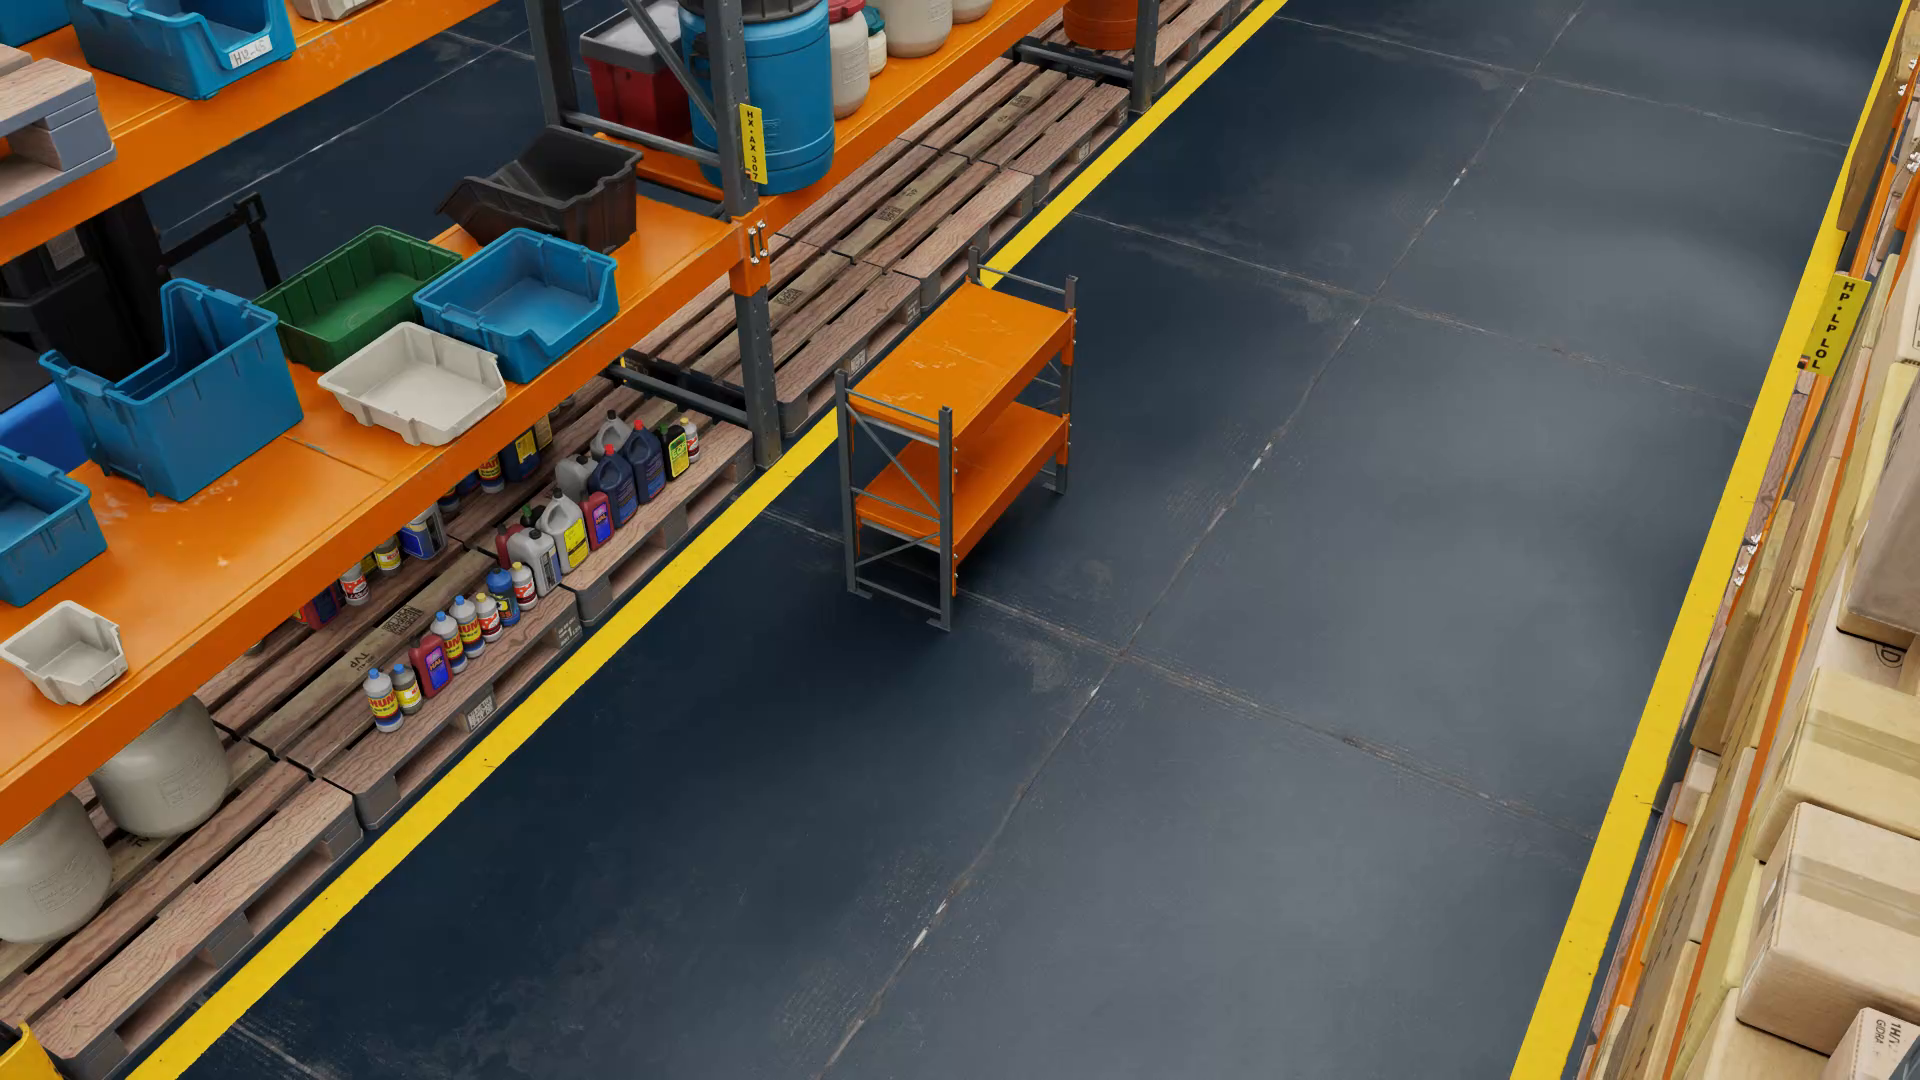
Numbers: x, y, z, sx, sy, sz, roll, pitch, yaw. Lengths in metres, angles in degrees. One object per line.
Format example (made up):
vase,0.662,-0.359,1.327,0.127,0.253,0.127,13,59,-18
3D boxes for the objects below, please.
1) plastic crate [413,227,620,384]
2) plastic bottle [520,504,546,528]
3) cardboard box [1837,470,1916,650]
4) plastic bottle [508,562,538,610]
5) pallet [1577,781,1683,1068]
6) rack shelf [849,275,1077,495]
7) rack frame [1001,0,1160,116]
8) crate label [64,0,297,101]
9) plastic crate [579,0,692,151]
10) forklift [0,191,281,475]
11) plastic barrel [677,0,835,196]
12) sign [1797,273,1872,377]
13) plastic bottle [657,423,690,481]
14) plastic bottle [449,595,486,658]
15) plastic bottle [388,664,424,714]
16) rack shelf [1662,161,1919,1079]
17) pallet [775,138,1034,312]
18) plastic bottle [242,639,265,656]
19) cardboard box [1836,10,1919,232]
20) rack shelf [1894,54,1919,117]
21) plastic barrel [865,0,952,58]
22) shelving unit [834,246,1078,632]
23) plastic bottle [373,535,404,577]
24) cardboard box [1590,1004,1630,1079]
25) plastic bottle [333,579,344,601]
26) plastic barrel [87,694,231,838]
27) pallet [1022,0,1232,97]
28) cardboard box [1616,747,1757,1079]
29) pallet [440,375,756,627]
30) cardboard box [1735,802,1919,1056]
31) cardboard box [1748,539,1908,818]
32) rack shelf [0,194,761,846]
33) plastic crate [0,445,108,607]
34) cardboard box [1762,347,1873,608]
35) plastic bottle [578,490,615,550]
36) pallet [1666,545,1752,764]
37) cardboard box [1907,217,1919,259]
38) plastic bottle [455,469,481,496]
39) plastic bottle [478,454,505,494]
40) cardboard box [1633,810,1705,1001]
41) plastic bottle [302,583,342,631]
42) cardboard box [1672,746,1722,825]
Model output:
plastic crate,-1.601,-0.861,6.070,0.499,0.251,0.616,21,45,22
plastic bottle,-1.714,-0.046,6.755,0.061,0.283,0.133,21,45,22
cardboard box,1.530,0.064,2.450,0.380,0.149,0.250,19,45,20
plastic bottle,-1.733,0.172,6.569,0.097,0.201,0.097,0,41,0
pallet,2.700,1.441,5.454,1.003,0.211,1.213,21,45,22
rack shelf,0.003,-0.646,6.689,0.538,0.278,1.000,21,45,22
rack frame,0.719,-3.928,9.441,1.000,3.000,0.127,21,45,22
crate label,-2.061,-1.382,4.393,0.502,0.251,0.408,21,45,22
plastic crate,-1.305,-2.042,7.250,0.402,0.464,0.583,21,45,22
forklift,-3.471,-1.478,6.711,1.130,2.935,3.031,20,45,21
plastic barrel,-0.827,-1.948,6.814,0.600,0.901,0.708,21,45,22
sign,2.523,-0.617,4.805,0.100,0.325,0.005,21,45,22
plastic bottle,-1.238,-0.401,7.158,0.061,0.283,0.133,23,46,24
plastic bottle,-1.885,0.320,6.348,0.097,0.271,0.097,0,41,0
plastic bottle,-2.055,0.541,6.151,0.097,0.201,0.097,0,41,0
rack shelf,2.005,0.287,2.929,1.077,0.370,4.000,21,45,22
pallet,-0.313,-1.756,9.084,1.003,0.211,1.213,21,45,22
plastic bottle,-2.745,0.339,6.380,0.097,0.201,0.097,0,41,0
cardboard box,5.371,-2.038,8.585,1.225,0.875,0.875,19,45,20
rack shelf,6.008,-3.165,9.118,1.077,0.370,4.000,21,45,22
plastic barrel,-0.247,-2.585,7.813,0.433,0.535,0.433,0,41,0
shelving unit,0.003,-0.426,6.883,0.538,1.125,1.048,21,45,22
plastic bottle,-2.319,0.043,6.716,0.097,0.201,0.097,0,41,0
cardboard box,1.628,1.257,3.743,0.380,0.149,0.250,21,45,22
plastic bottle,-2.525,0.096,6.599,0.152,0.276,0.135,20,45,21
plastic barrel,-2.770,0.737,5.708,0.421,0.512,0.421,0,41,0
pallet,1.078,-3.347,10.891,1.003,0.211,1.213,21,45,22
cardboard box,1.563,0.793,3.022,0.500,0.500,0.500,21,45,22
pallet,-1.655,-0.222,7.343,1.003,0.211,1.213,21,45,22
cardboard box,1.147,0.503,1.951,0.380,0.149,0.250,19,45,20
cardboard box,1.537,0.281,2.505,0.500,0.250,0.500,22,46,23
rack shelf,-2.283,-0.225,5.780,1.077,0.370,4.000,21,45,22
plastic crate,-2.963,-0.050,5.150,0.499,0.251,0.408,21,45,22
cardboard box,2.312,-0.066,3.998,0.500,0.500,0.500,21,45,22
plastic bottle,-1.497,-0.105,6.821,0.061,0.283,0.133,24,47,25
pallet,3.394,0.599,6.410,1.003,0.211,1.213,21,45,22
cardboard box,2.298,-0.594,3.498,0.500,0.250,0.500,21,45,22
plastic bottle,-2.140,-0.378,7.081,0.144,0.351,0.185,19,45,20
plastic bottle,-2.014,-0.333,7.090,0.097,0.271,0.097,0,41,0
cardboard box,1.997,0.953,3.598,0.875,0.500,0.500,21,45,22
plastic bottle,-2.502,0.208,6.467,0.061,0.283,0.133,21,45,22
cardboard box,2.123,0.683,4.395,0.380,0.149,0.250,21,45,22
